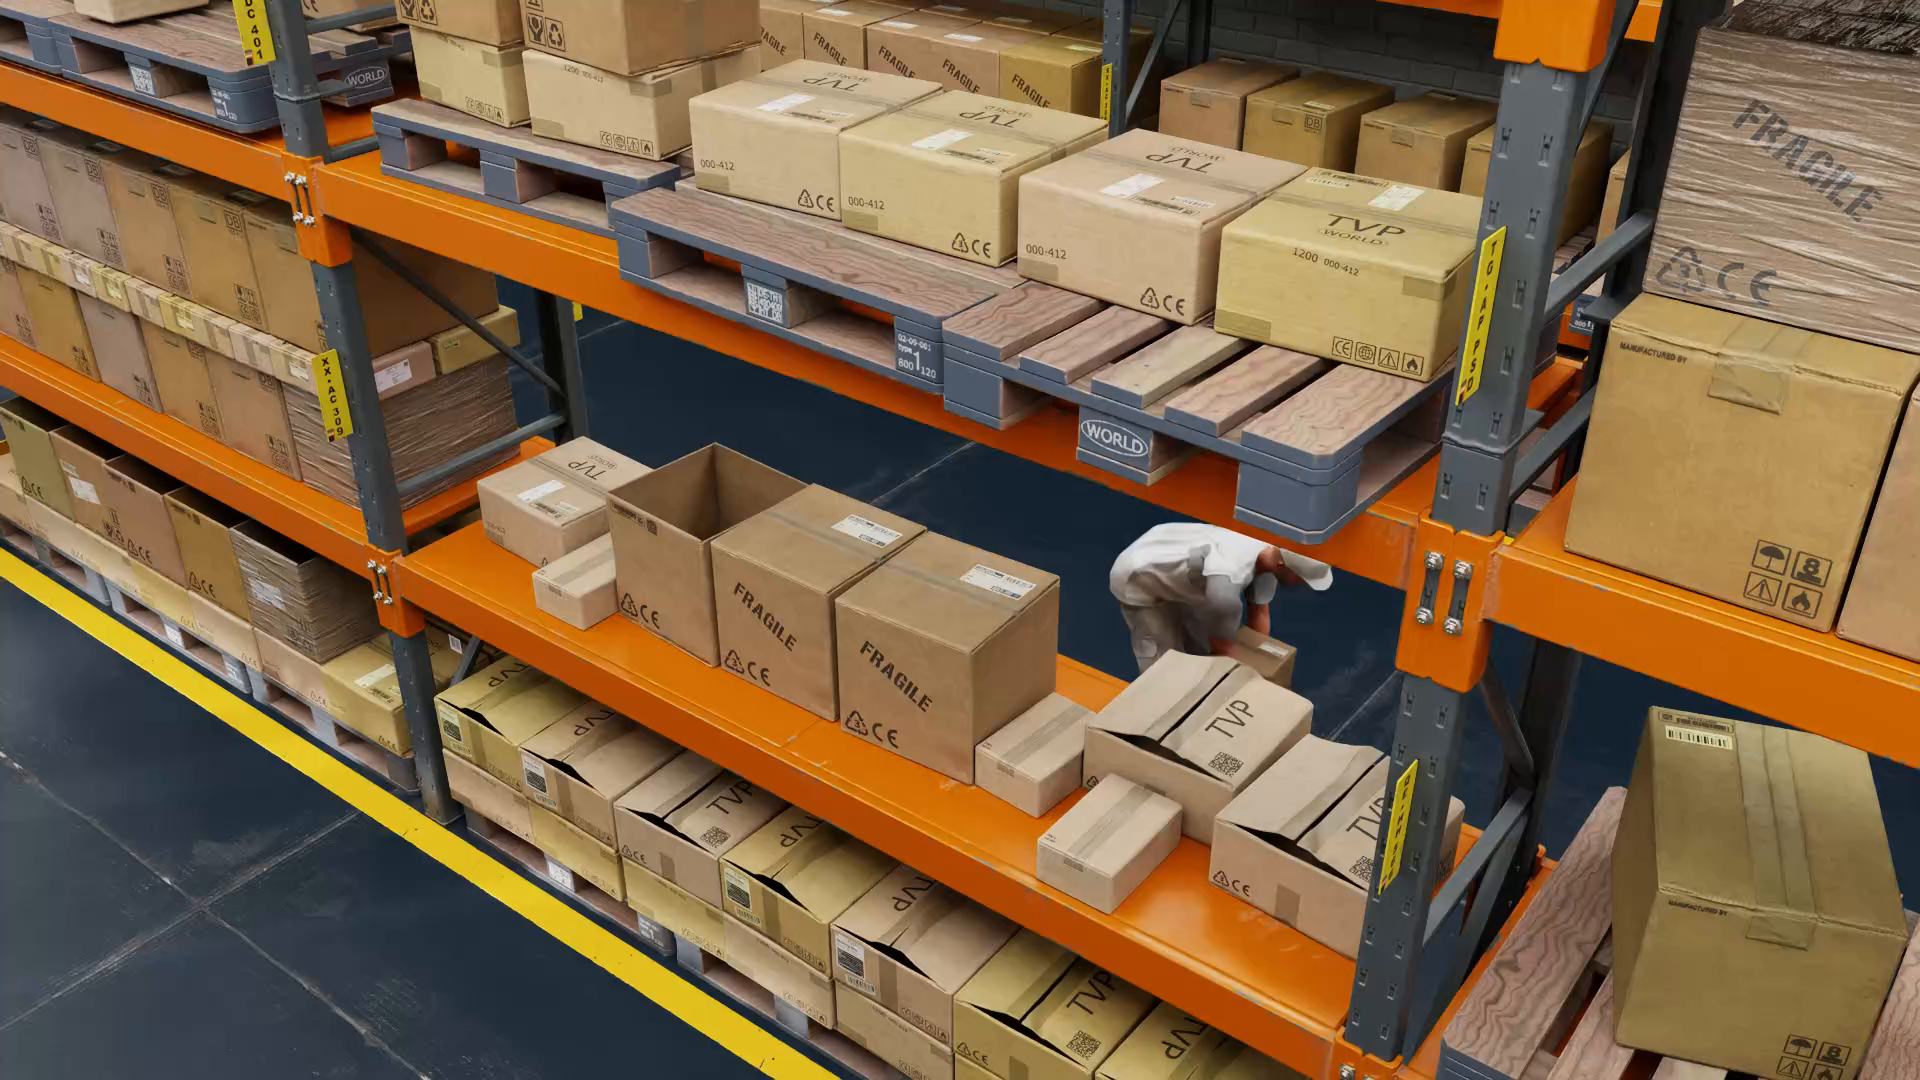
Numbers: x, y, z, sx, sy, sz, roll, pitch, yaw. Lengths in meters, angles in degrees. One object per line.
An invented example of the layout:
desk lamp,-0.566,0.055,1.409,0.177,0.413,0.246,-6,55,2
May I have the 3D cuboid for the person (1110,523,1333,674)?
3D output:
person,1.039,0.433,6.799,0.899,1.354,0.492,20,36,30
